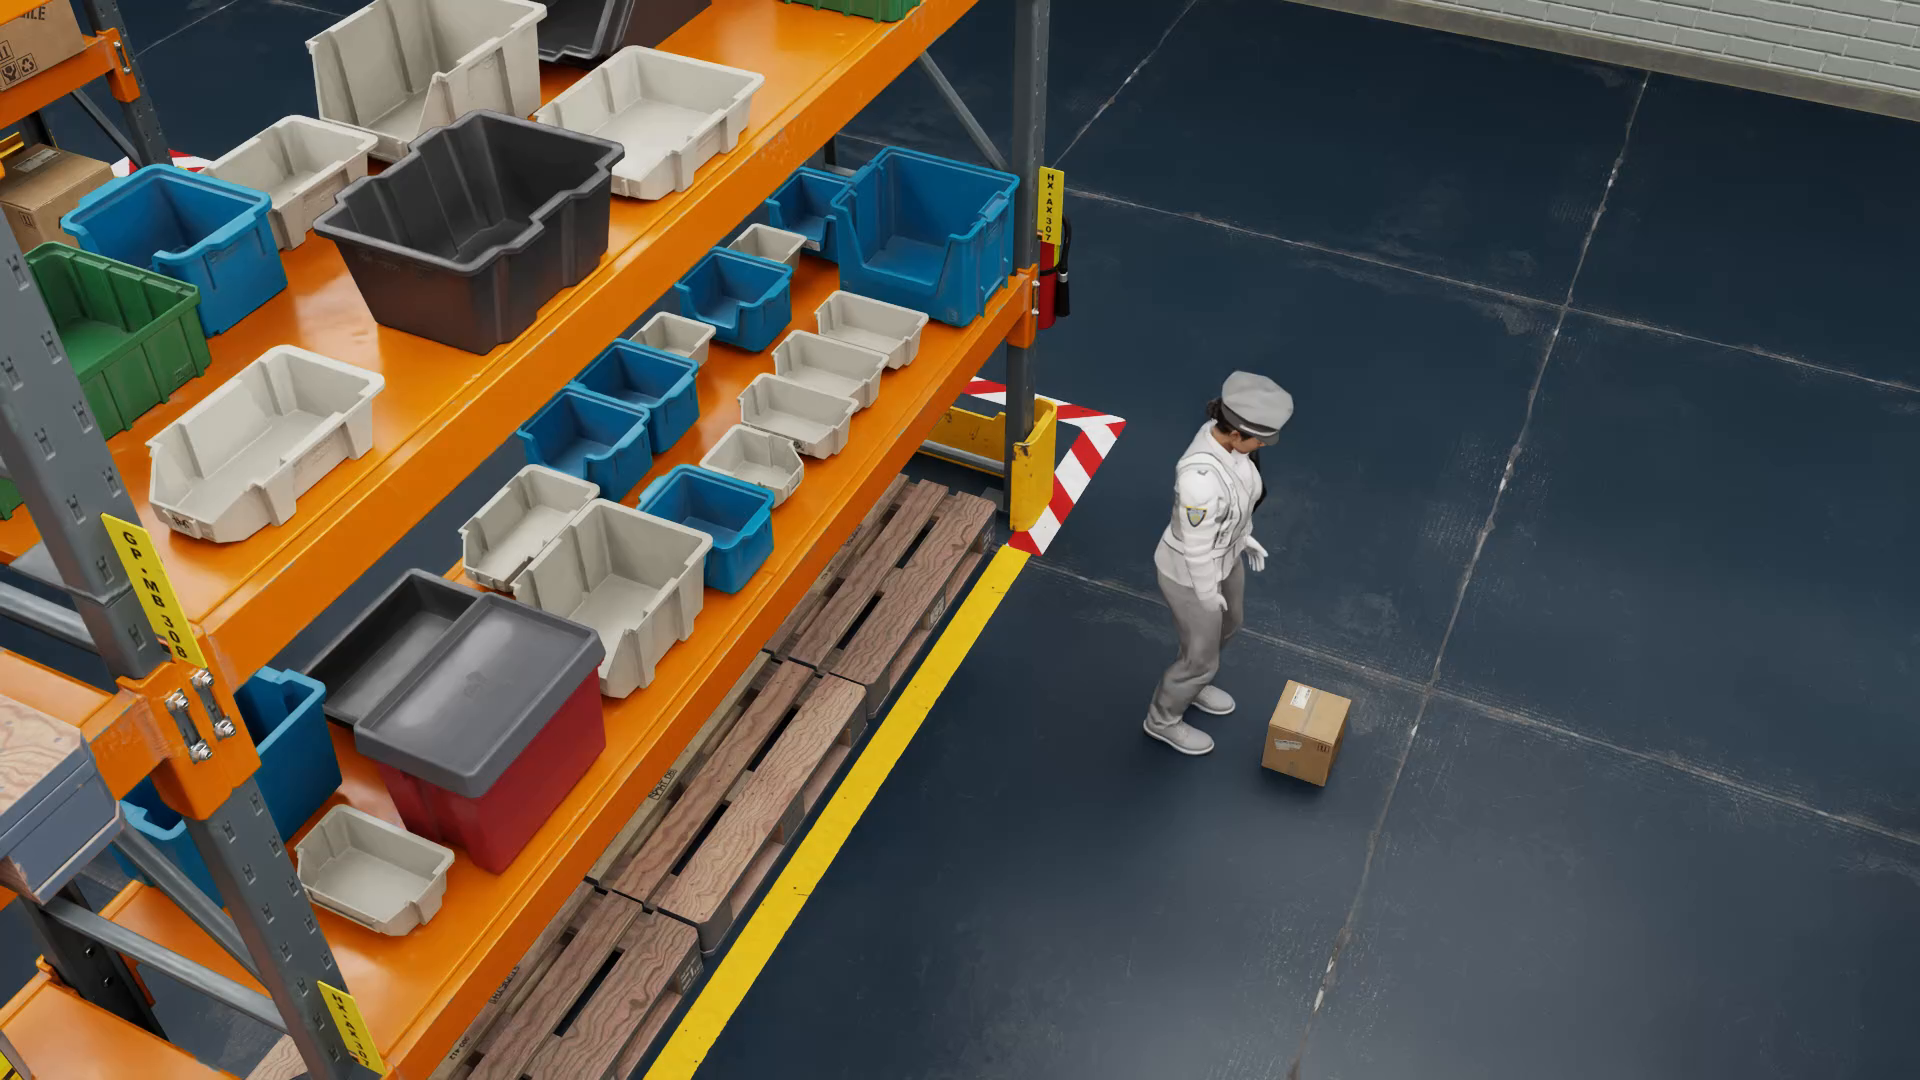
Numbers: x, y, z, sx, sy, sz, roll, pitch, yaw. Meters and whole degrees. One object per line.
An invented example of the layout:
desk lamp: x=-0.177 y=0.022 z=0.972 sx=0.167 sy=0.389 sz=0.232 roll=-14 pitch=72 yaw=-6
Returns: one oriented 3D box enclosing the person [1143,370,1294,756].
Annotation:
person: x=0.923 y=0.088 z=6.083 sx=0.396 sy=1.647 sz=0.488 roll=18 pitch=45 yaw=19
